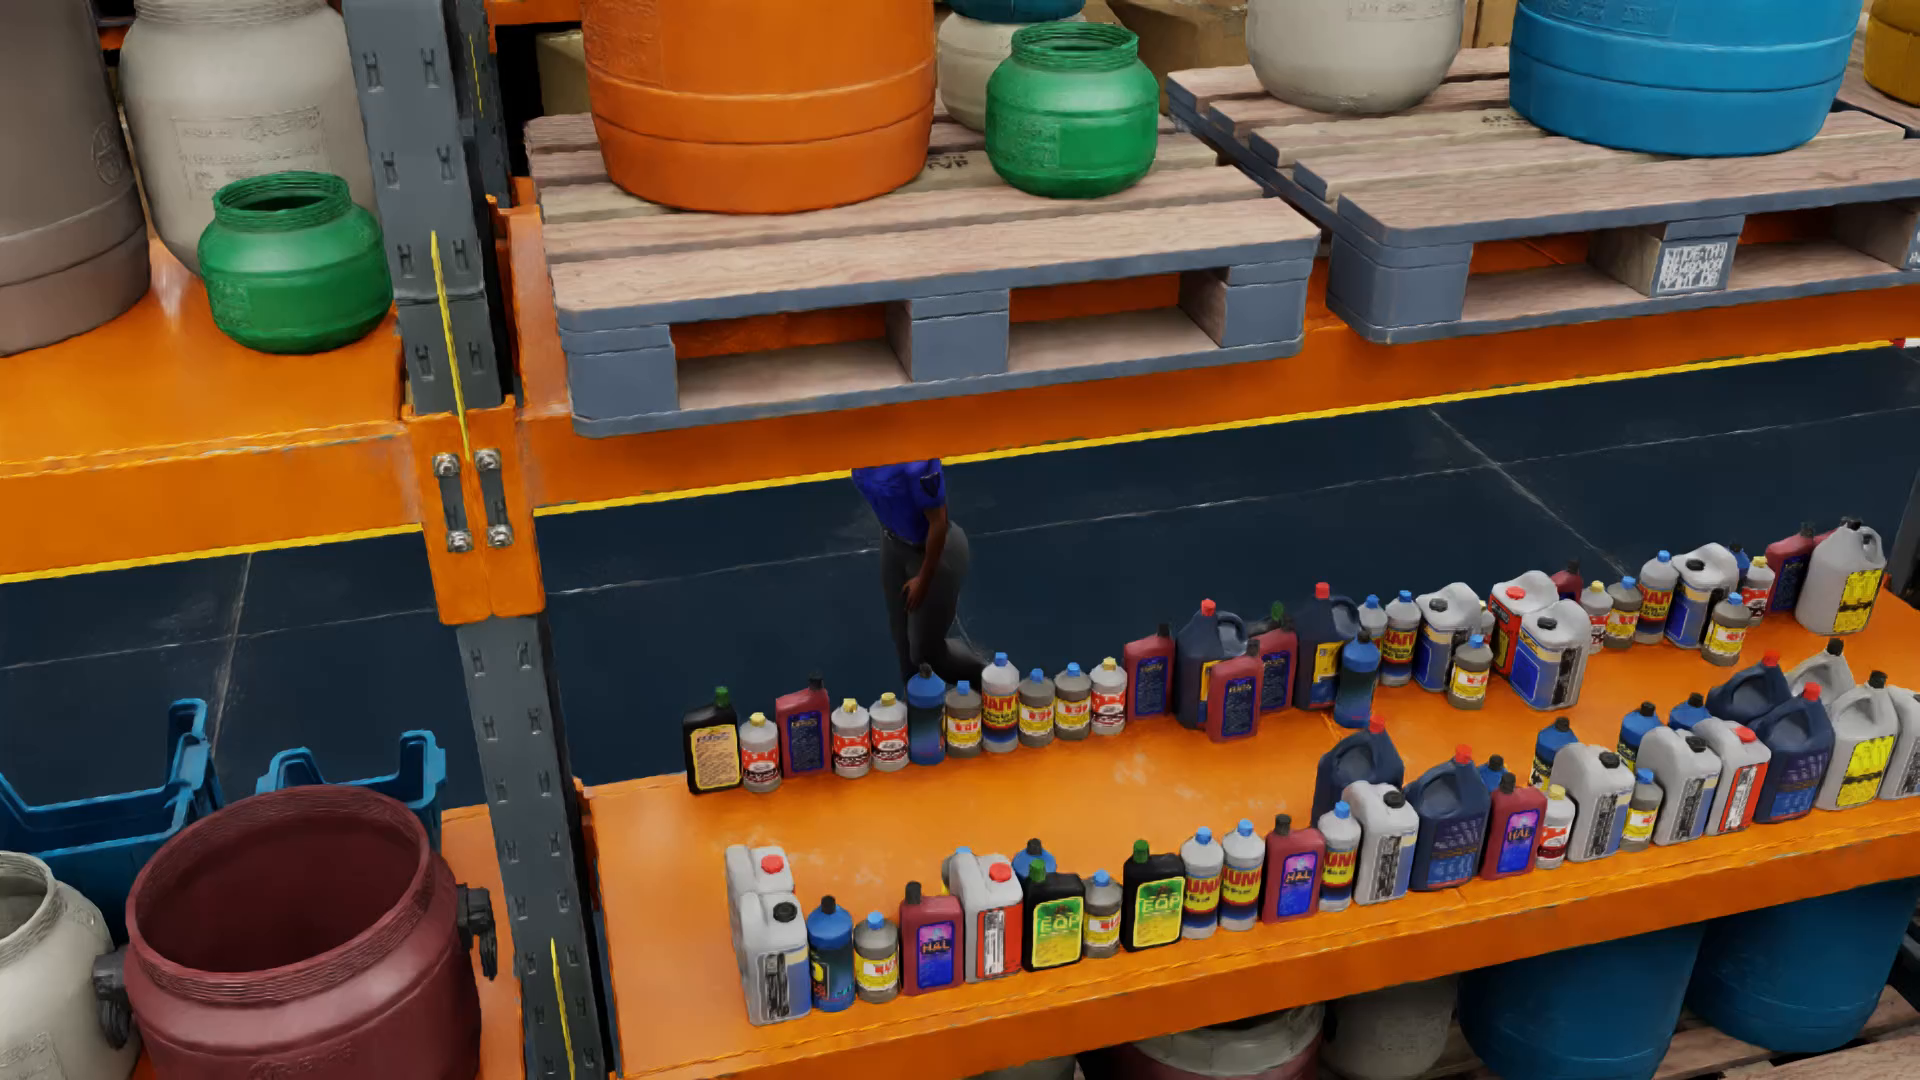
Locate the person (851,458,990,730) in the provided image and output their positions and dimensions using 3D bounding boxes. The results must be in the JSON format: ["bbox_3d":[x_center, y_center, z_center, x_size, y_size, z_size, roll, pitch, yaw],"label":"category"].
[{"bbox_3d":[-0.136,0.042,6.089,0.615,1.636,0.448,-22,37,-33],"label":"person"}]
